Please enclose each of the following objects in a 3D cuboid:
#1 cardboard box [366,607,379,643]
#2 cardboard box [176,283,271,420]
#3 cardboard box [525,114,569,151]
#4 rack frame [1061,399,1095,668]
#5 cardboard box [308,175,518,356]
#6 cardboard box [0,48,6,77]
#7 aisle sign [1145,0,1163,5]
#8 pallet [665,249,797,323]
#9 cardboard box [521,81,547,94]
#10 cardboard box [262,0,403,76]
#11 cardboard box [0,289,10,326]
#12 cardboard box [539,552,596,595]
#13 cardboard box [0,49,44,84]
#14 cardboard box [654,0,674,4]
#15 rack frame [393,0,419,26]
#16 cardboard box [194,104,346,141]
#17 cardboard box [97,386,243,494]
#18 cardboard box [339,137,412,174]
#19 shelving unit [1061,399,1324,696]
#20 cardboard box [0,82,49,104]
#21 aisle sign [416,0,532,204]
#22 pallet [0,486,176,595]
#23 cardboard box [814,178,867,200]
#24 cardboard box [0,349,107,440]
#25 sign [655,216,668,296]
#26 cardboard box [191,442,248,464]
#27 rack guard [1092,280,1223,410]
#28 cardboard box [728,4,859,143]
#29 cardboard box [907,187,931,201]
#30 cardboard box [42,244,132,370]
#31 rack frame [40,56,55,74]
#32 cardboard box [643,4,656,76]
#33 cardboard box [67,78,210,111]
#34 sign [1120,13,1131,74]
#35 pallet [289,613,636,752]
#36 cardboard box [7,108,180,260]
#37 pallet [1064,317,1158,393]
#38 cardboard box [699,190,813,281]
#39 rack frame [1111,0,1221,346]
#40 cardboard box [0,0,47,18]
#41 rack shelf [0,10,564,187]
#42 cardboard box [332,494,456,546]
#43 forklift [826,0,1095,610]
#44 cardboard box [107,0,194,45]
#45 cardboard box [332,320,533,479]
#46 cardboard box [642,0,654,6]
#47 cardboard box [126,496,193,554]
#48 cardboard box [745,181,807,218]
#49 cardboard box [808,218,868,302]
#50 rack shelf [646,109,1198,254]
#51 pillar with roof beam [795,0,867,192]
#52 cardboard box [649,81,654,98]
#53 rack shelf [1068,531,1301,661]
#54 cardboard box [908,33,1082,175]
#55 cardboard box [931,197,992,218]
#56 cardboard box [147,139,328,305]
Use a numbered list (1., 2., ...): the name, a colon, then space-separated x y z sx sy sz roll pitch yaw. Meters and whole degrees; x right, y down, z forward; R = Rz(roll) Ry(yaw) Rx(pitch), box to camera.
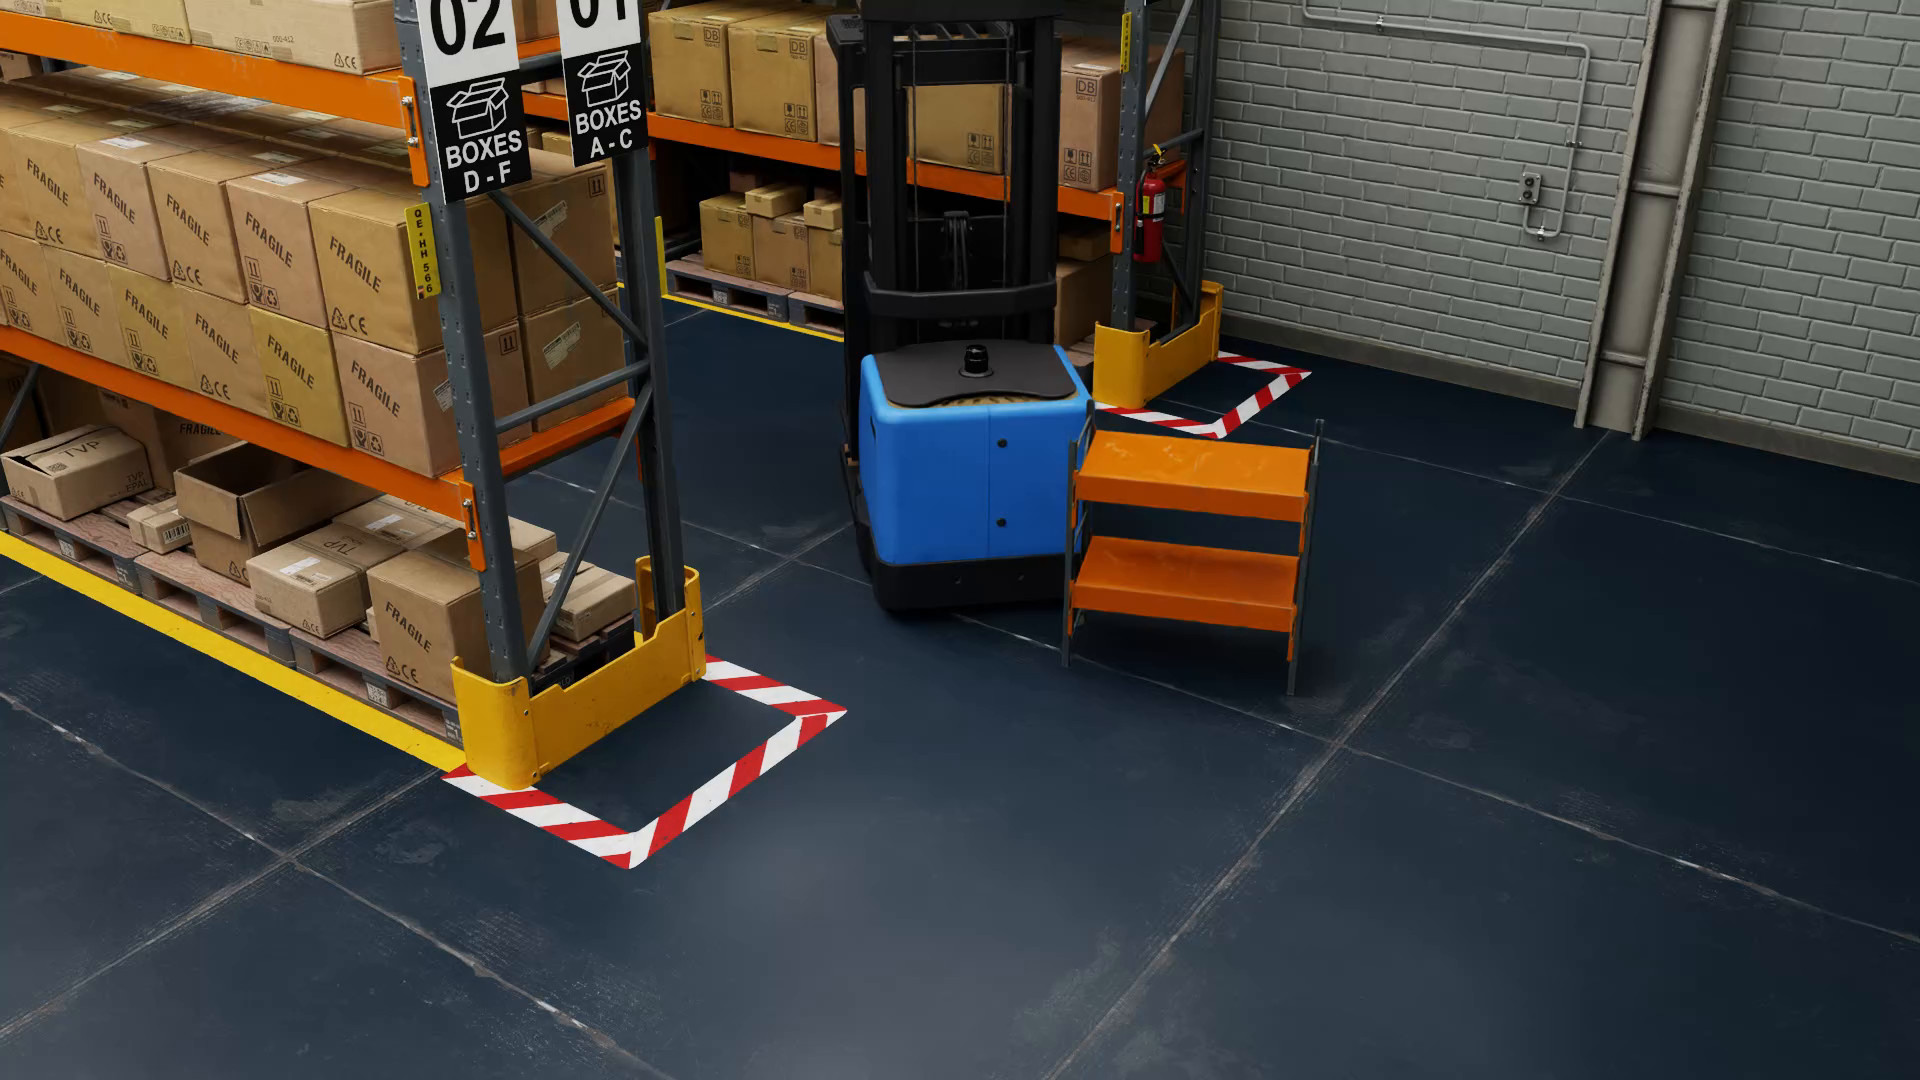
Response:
1. cardboard box: -2.409 0.331 7.431 0.250 0.166 0.380 17 32 30
2. cardboard box: -2.899 -0.870 7.042 0.500 0.500 0.500 18 32 31
3. cardboard box: -3.378 -3.005 13.255 0.750 0.750 0.750 18 32 32
4. rack frame: 0.537 -0.027 7.562 0.032 1.125 0.500 6 28 12
5. cardboard box: -2.061 -1.052 6.297 0.500 0.500 0.500 17 32 30
6. cardboard box: -10.360 -5.029 17.596 0.500 0.500 0.700 15 31 27
7. aisle sign: 1.153 -3.431 9.319 0.004 0.787 0.394 17 32 30
8. pallet: -1.451 -1.963 12.375 1.213 0.211 1.003 17 32 30
9. cardboard box: -3.133 -3.494 12.562 0.250 0.149 0.380 17 32 30
10. cardboard box: -2.111 -1.854 5.943 0.500 0.250 0.500 17 32 30
11. cardboard box: -4.570 -1.389 8.062 0.500 0.500 0.500 18 32 32
12. cardboard box: -1.895 0.216 7.657 0.250 0.166 0.380 17 32 30
13. cardboard box: -9.506 -4.818 17.182 0.500 0.500 0.500 15 30 27
14. cardboard box: -2.266 -4.166 12.342 0.500 0.250 0.500 18 32 32
15. rack frame: -1.538 -3.224 5.163 0.127 3.000 1.000 17 32 30
16. cardboard box: -3.019 -1.645 7.462 0.500 0.500 0.500 17 32 30
17. cardboard box: -4.205 -0.619 8.931 0.500 0.500 0.500 17 32 30
18. cardboard box: -2.190 -1.384 6.950 0.500 0.500 0.500 18 32 31
19. shelving unit: 1.031 0.027 7.457 1.048 1.125 0.538 6 28 12
20. cardboard box: -4.606 -1.841 7.849 0.500 0.500 0.500 18 32 32
21. aisle sign: -1.655 -1.577 5.675 0.004 0.787 0.394 17 32 30
22. pallet: -4.270 -0.158 8.828 1.213 0.211 1.003 17 32 30
23. cardboard box: -0.830 -2.472 11.877 0.250 0.149 0.380 16 31 29
24. cardboard box: -5.096 -0.875 9.433 0.500 0.500 0.500 16 31 28
25. sign: -1.231 -1.139 6.726 0.005 0.325 0.100 17 32 30
26. cardboard box: -3.587 -0.342 8.595 0.500 0.311 0.500 17 32 30
27. rack guard: 1.283 -1.283 10.720 0.348 0.500 1.175 17 32 30
28. cardboard box: -0.997 -3.229 11.457 0.700 0.700 0.980 16 31 29
29. cardboard box: -0.408 -2.341 11.620 0.250 0.149 0.380 17 31 29
30. cardboard box: -3.735 -1.130 7.552 0.500 0.500 0.500 17 32 30
31. rack frame: -8.628 -5.485 16.220 0.127 3.000 1.000 17 32 30
32. cardboard box: -2.557 -3.641 12.137 0.500 0.500 0.500 17 31 30
33. cardboard box: -3.848 -1.904 7.971 0.500 0.500 0.500 17 31 29
34. sign: 0.945 -2.826 9.457 0.005 0.325 0.100 17 32 30
35. pallet: -2.259 0.469 7.597 1.213 0.211 1.003 17 32 30
36. cardboard box: -3.757 -1.577 7.329 0.500 0.500 0.500 16 31 29
37. pallet: 0.560 -1.336 11.144 1.213 0.211 1.003 17 32 30
38. cardboard box: -1.475 -2.273 12.202 0.500 0.500 0.700 18 32 31
39. rack frame: 1.263 -2.403 10.165 0.127 3.000 1.000 17 32 30
40. cardboard box: -3.753 -2.371 6.960 0.500 0.250 0.500 17 32 30
41. rack shelf: -3.187 -2.080 7.016 4.000 0.370 1.077 17 32 30
42. cardboard box: -2.650 -0.023 8.035 0.500 0.250 0.500 17 32 30
43. forklift: -0.088 -1.616 8.693 1.130 2.935 3.031 -4 27 -8
44. cardboard box: -2.936 -2.110 6.446 0.500 0.250 0.500 17 32 30
45. cardboard box: -2.062 -0.608 6.527 0.500 0.500 0.500 18 32 32
46. cardboard box: -2.564 -3.975 11.966 0.500 0.250 0.500 18 32 32
47. cardboard box: -3.893 -0.104 8.285 0.250 0.166 0.380 17 32 30
48. cardboard box: -1.296 -2.406 11.748 0.250 0.149 0.380 19 32 32
49. cardboard box: -0.641 -2.010 11.686 0.500 0.500 0.700 18 32 31
50. rack shelf: -0.385 -2.596 11.337 4.000 0.370 1.077 17 32 30
51. pillar with roof beam: -3.404 -4.638 7.942 0.400 9.000 9.100 17 32 30
52. cardboard box: -2.473 -3.308 12.198 0.250 0.149 0.380 18 32 31
53. rack shelf: 1.031 0.245 7.568 1.000 0.278 0.538 6 28 12
54. cardboard box: 0.231 -2.847 10.706 0.700 0.700 0.980 17 32 30
55. cardboard box: 0.012 -2.210 11.363 0.250 0.149 0.380 18 32 31
56. cardboard box: -2.908 -1.313 6.810 0.500 0.500 0.500 18 32 32
